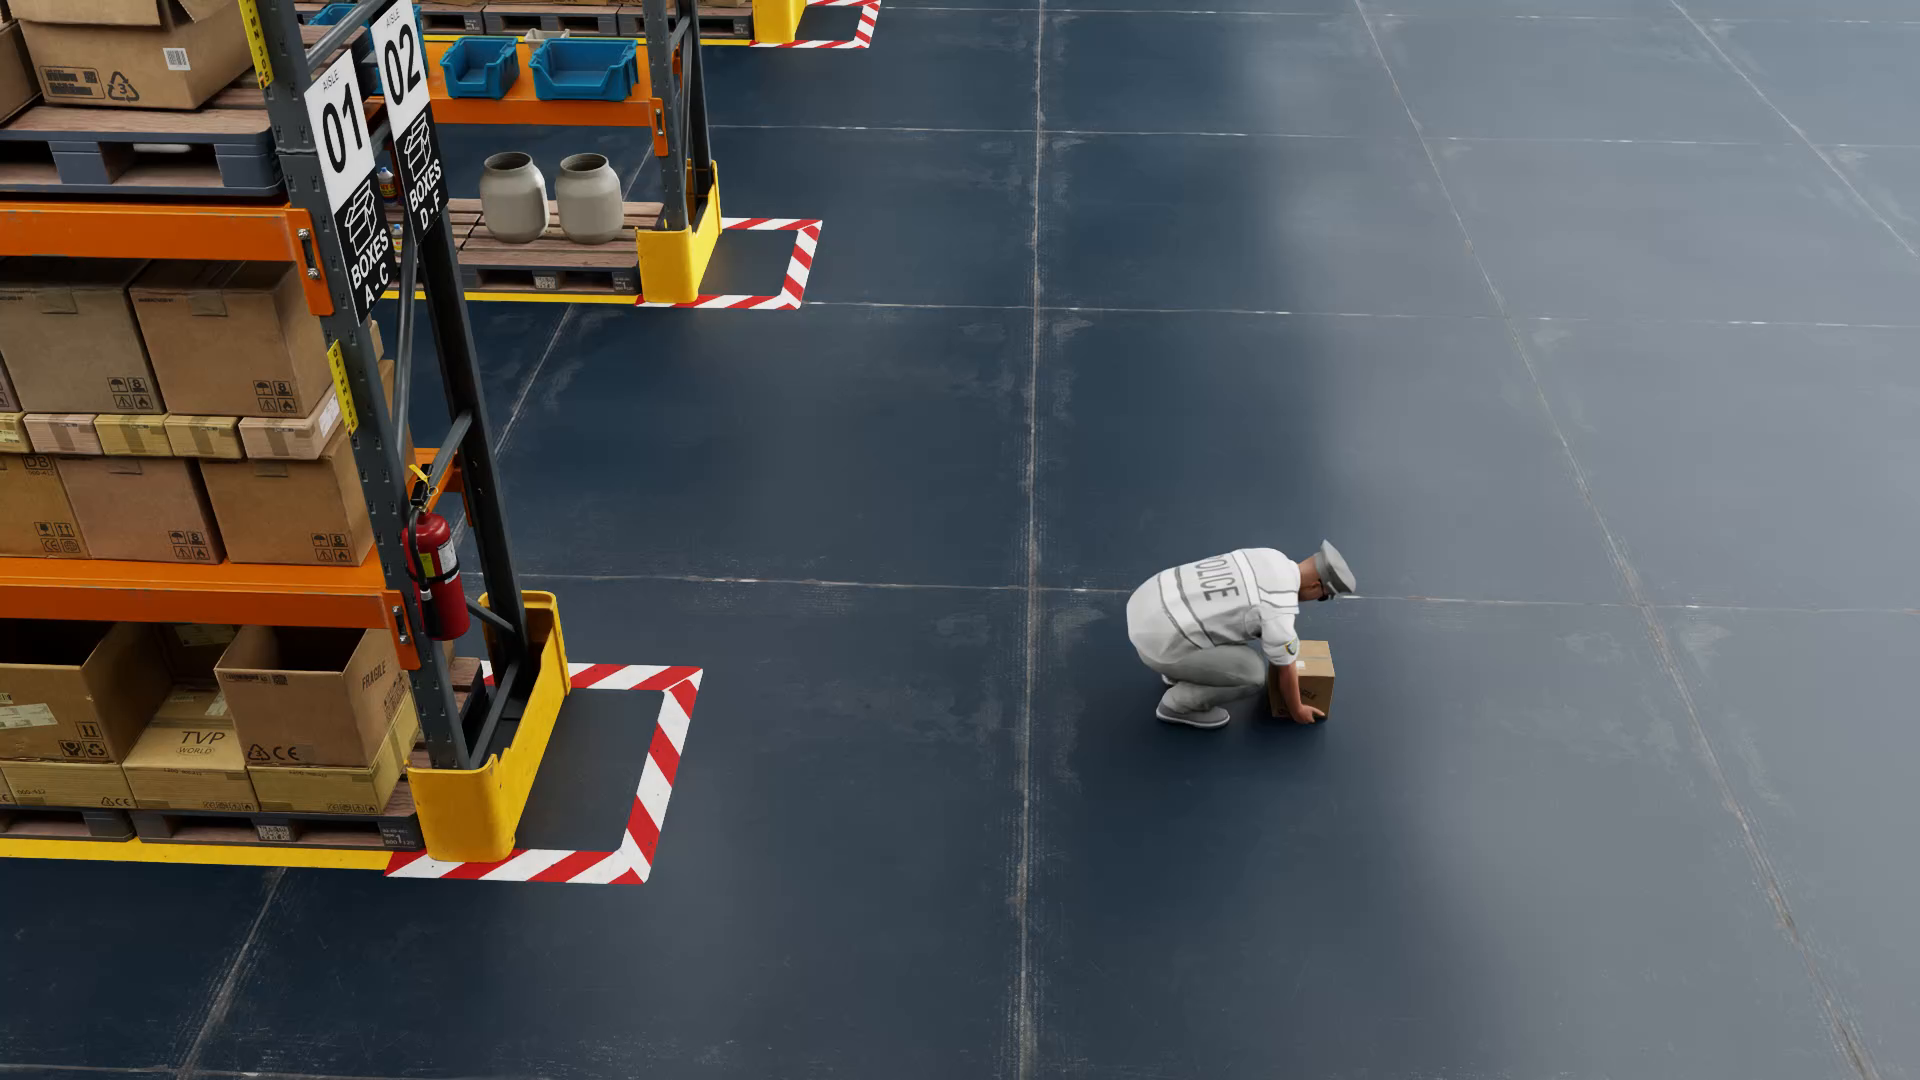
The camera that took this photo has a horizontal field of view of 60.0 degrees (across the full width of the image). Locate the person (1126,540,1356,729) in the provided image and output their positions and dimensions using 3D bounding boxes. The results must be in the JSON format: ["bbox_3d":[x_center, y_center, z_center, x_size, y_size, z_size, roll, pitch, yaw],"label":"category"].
[{"bbox_3d":[1.249,0.423,7.391,0.963,0.893,0.540,1,35,1],"label":"person"}]
